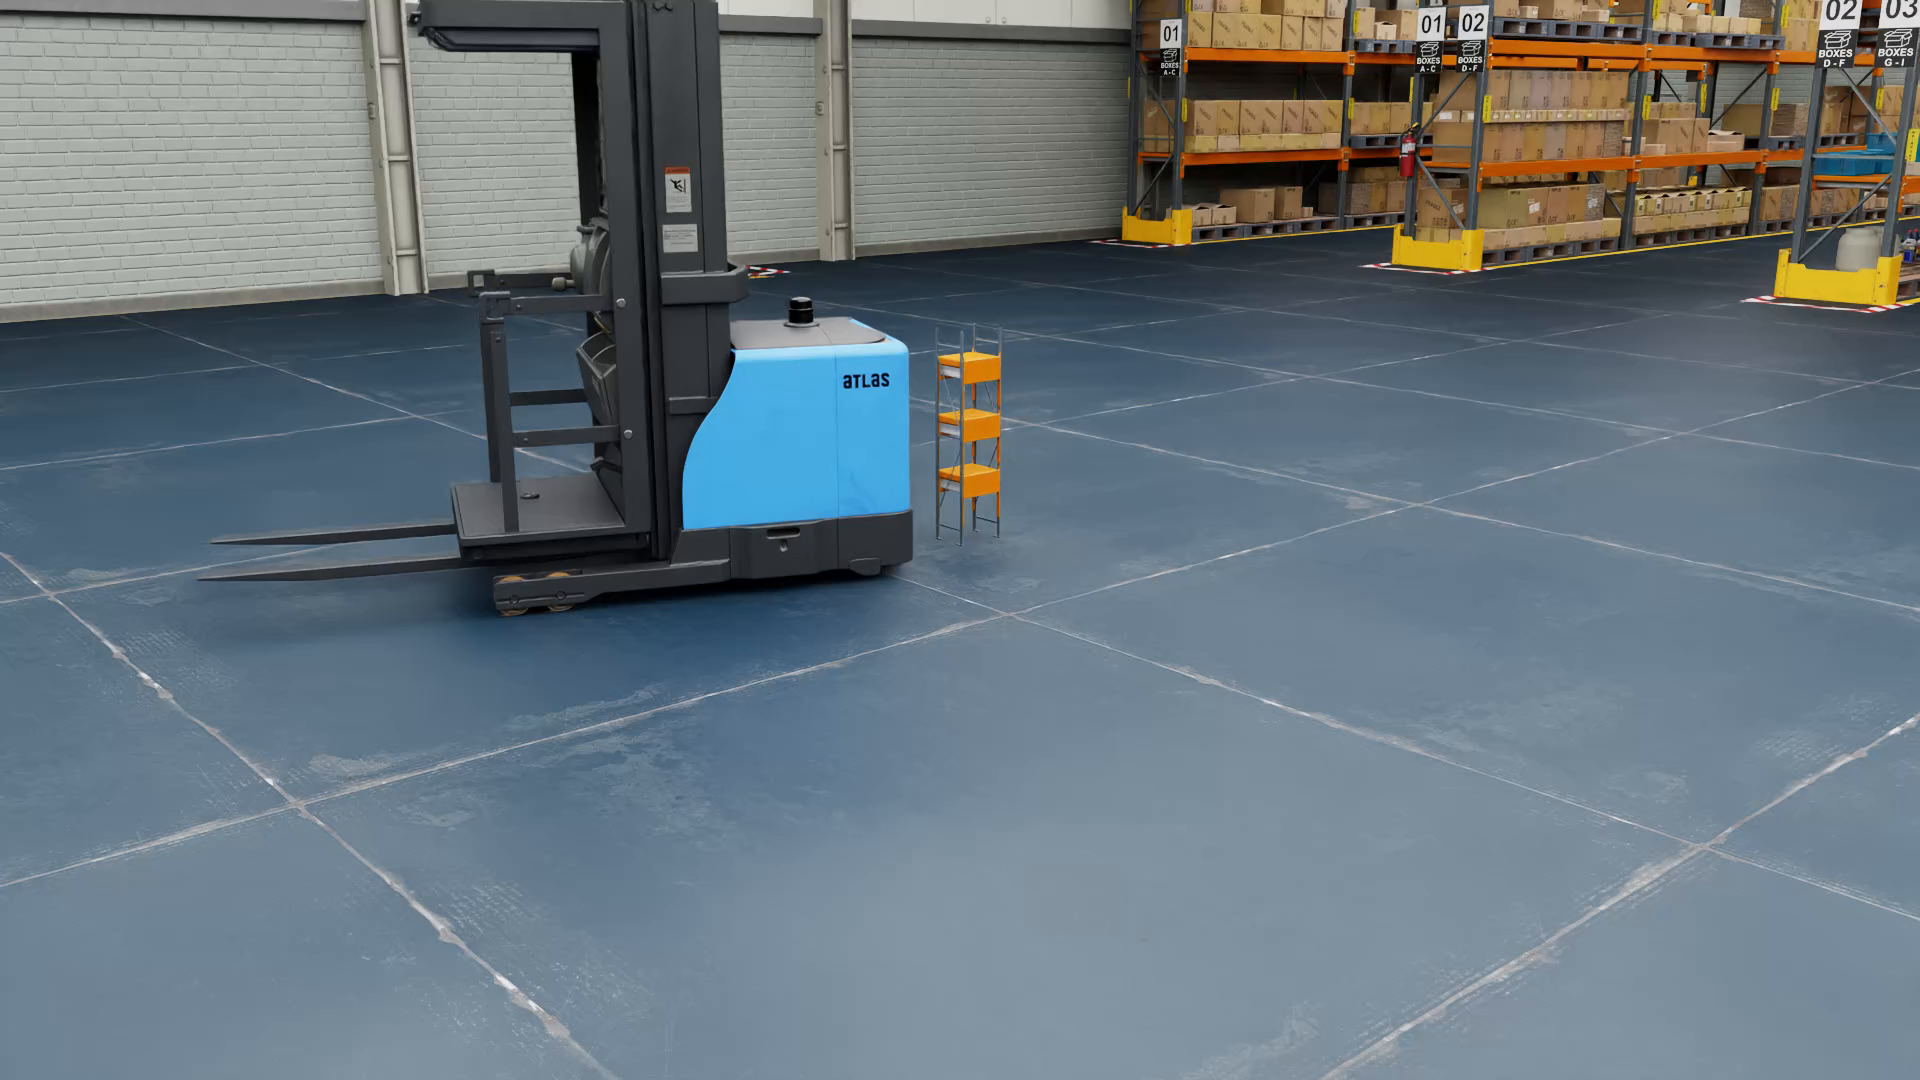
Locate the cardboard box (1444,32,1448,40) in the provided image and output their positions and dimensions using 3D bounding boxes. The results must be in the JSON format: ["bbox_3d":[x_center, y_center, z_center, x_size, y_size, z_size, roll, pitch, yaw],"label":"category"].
[{"bbox_3d":[7.906,-8.616,28.641,0.637,0.503,0.797,-9,18,-32],"label":"cardboard box"}]

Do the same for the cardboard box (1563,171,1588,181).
[{"bbox_3d":[11.558,-7.015,32.052,0.750,0.750,0.750,-12,19,-39],"label":"cardboard box"}]

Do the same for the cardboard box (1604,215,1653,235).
[{"bbox_3d":[9.649,-4.562,24.030,0.500,0.250,0.500,-13,20,-41],"label":"cardboard box"}]

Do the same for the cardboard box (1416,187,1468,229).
[{"bbox_3d":[6.374,-4.375,21.878,0.500,0.500,0.500,-13,19,-39],"label":"cardboard box"}]

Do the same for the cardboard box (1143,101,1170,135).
[{"bbox_3d":[3.126,-6.374,25.099,0.500,0.500,0.500,-13,20,-40],"label":"cardboard box"}]

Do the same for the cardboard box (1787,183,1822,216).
[{"bbox_3d":[13.894,-5.634,27.522,0.500,0.500,0.500,-14,20,-41],"label":"cardboard box"}]

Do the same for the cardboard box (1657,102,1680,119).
[{"bbox_3d":[14.061,-8.595,34.034,0.700,0.700,0.980,-13,20,-40],"label":"cardboard box"}]

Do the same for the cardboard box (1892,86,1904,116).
[{"bbox_3d":[16.146,-7.666,29.007,0.500,0.500,0.500,-13,20,-41],"label":"cardboard box"}]

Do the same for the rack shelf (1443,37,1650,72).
[{"bbox_3d":[7.674,-6.430,22.091,4.000,0.370,1.077,-13,19,-39],"label":"rack shelf"}]

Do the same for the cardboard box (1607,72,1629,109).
[{"bbox_3d":[8.852,-6.266,23.188,0.500,0.500,0.700,-13,19,-39],"label":"cardboard box"}]

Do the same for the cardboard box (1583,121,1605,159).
[{"bbox_3d":[8.458,-5.548,23.016,0.500,0.500,0.700,-13,20,-40],"label":"cardboard box"}]

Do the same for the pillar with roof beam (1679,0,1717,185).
[{"bbox_3d":[19.275,-11.350,33.303,0.400,9.000,9.100,-13,19,-39],"label":"pillar with roof beam"}]

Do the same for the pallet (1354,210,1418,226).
[{"bbox_3d":[7.435,-5.624,28.895,1.213,0.211,1.003,-13,19,-39],"label":"pallet"}]

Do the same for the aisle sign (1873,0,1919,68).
[{"bbox_3d":[9.552,-5.211,16.910,0.004,0.787,0.394,-13,19,-39],"label":"aisle sign"}]

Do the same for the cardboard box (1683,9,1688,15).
[{"bbox_3d":[14.223,-10.394,33.368,0.500,0.500,0.500,-12,19,-38],"label":"cardboard box"}]

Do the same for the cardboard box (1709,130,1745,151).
[{"bbox_3d":[11.897,-6.249,26.004,0.500,0.311,0.500,-11,19,-36],"label":"cardboard box"}]

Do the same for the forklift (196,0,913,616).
[{"bbox_3d":[-1.791,-1.248,7.241,3.031,2.935,1.130,-5,16,-18],"label":"forklift"}]

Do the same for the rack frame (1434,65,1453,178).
[{"bbox_3d":[8.945,-7.309,29.799,0.127,3.000,1.000,-13,19,-39],"label":"rack frame"}]

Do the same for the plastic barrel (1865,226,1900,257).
[{"bbox_3d":[10.238,-3.237,18.563,0.421,0.512,0.421,0,15,0],"label":"plastic barrel"}]

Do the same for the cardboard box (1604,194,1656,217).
[{"bbox_3d":[9.658,-4.834,23.963,0.500,0.311,0.500,-13,19,-39],"label":"cardboard box"}]

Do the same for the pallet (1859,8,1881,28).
[{"bbox_3d":[10.102,-5.504,17.595,1.213,0.211,1.003,-13,19,-39],"label":"pallet"}]

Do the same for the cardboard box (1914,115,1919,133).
[{"bbox_3d":[16.926,-7.362,29.806,0.500,0.500,0.500,-13,20,-40],"label":"cardboard box"}]

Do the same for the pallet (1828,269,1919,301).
[{"bbox_3d":[10.056,-2.836,18.458,1.213,0.211,1.003,-13,19,-39],"label":"pallet"}]

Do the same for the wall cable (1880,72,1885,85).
[{"bbox_3d":[19.482,-10.951,37.826,0.112,2.526,3.097,-13,19,-39],"label":"wall cable"}]

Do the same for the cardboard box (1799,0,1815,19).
[{"bbox_3d":[13.303,-8.571,26.581,0.500,0.500,0.500,-13,19,-39],"label":"cardboard box"}]

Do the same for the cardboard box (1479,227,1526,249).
[{"bbox_3d":[7.090,-3.997,21.916,0.500,0.250,0.500,-13,19,-39],"label":"cardboard box"}]

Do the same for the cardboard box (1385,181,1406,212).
[{"bbox_3d":[7.240,-5.940,28.665,0.500,0.500,0.700,-12,19,-39],"label":"cardboard box"}]

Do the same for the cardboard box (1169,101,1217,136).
[{"bbox_3d":[3.468,-6.275,24.729,0.500,0.500,0.500,-13,19,-39],"label":"cardboard box"}]

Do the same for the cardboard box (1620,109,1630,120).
[{"bbox_3d":[9.118,-5.941,23.229,0.250,0.149,0.380,-13,20,-39],"label":"cardboard box"}]

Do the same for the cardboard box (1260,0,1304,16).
[{"bbox_3d":[4.934,-8.298,25.521,0.500,0.500,0.500,-14,20,-41],"label":"cardboard box"}]

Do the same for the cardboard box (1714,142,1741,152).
[{"bbox_3d":[11.703,-6.017,25.451,0.250,0.149,0.380,-13,19,-39],"label":"cardboard box"}]

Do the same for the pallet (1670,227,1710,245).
[{"bbox_3d":[10.633,-4.660,25.287,1.213,0.211,1.003,-13,19,-39],"label":"pallet"}]

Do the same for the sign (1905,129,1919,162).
[{"bbox_3d":[9.771,-4.051,17.065,0.005,0.325,0.100,-13,19,-39],"label":"sign"}]

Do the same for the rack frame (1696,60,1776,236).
[{"bbox_3d":[12.200,-6.345,26.191,0.127,3.000,1.000,-13,19,-39],"label":"rack frame"}]

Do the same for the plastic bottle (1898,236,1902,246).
[{"bbox_3d":[11.087,-3.475,19.728,0.185,0.351,0.144,-13,20,-40],"label":"plastic bottle"}]

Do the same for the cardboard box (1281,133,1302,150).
[{"bbox_3d":[5.019,-6.258,26.117,0.500,0.250,0.500,-13,20,-40],"label":"cardboard box"}]

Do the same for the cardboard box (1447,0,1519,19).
[{"bbox_3d":[6.601,-6.856,21.006,0.637,0.503,0.797,-11,18,-36],"label":"cardboard box"}]

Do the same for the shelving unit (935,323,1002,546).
[{"bbox_3d":[0.040,-0.516,8.148,0.252,1.050,0.215,-13,19,-39],"label":"shelving unit"}]

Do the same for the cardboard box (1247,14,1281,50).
[{"bbox_3d":[4.534,-7.736,25.355,0.500,0.500,0.500,-11,19,-36],"label":"cardboard box"}]

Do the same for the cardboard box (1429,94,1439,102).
[{"bbox_3d":[8.472,-7.761,29.190,0.380,0.149,0.250,12,19,38],"label":"cardboard box"}]

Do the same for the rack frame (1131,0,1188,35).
[{"bbox_3d":[2.910,-8.852,23.951,0.127,3.000,1.000,-13,19,-39],"label":"rack frame"}]

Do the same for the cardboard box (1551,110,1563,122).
[{"bbox_3d":[7.762,-5.636,22.087,0.250,0.149,0.380,-12,19,-39],"label":"cardboard box"}]

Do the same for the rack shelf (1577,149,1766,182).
[{"bbox_3d":[10.691,-5.658,25.015,4.000,0.370,1.077,-13,19,-39],"label":"rack shelf"}]

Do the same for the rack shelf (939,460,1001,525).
[{"bbox_3d":[0.040,-0.238,8.223,0.240,0.259,0.215,-13,19,-39],"label":"rack shelf"}]

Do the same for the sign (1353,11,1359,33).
[{"bbox_3d":[6.290,-8.226,26.418,0.005,0.325,0.100,-13,19,-39],"label":"sign"}]

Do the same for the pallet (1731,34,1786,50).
[{"bbox_3d":[11.747,-7.570,25.333,1.003,0.211,1.213,-12,19,-37],"label":"pallet"}]

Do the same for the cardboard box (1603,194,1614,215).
[{"bbox_3d":[9.300,-4.937,24.348,0.500,0.311,0.500,-13,19,-39],"label":"cardboard box"}]

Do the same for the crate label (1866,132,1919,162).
[{"bbox_3d":[10.625,-4.406,18.865,0.616,0.435,0.502,-13,19,-39],"label":"crate label"}]

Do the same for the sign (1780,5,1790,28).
[{"bbox_3d":[12.558,-7.973,25.317,0.005,0.325,0.100,-13,19,-39],"label":"sign"}]

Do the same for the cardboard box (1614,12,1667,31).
[{"bbox_3d":[9.653,-7.349,23.616,0.500,0.250,0.500,-10,18,-34],"label":"cardboard box"}]
